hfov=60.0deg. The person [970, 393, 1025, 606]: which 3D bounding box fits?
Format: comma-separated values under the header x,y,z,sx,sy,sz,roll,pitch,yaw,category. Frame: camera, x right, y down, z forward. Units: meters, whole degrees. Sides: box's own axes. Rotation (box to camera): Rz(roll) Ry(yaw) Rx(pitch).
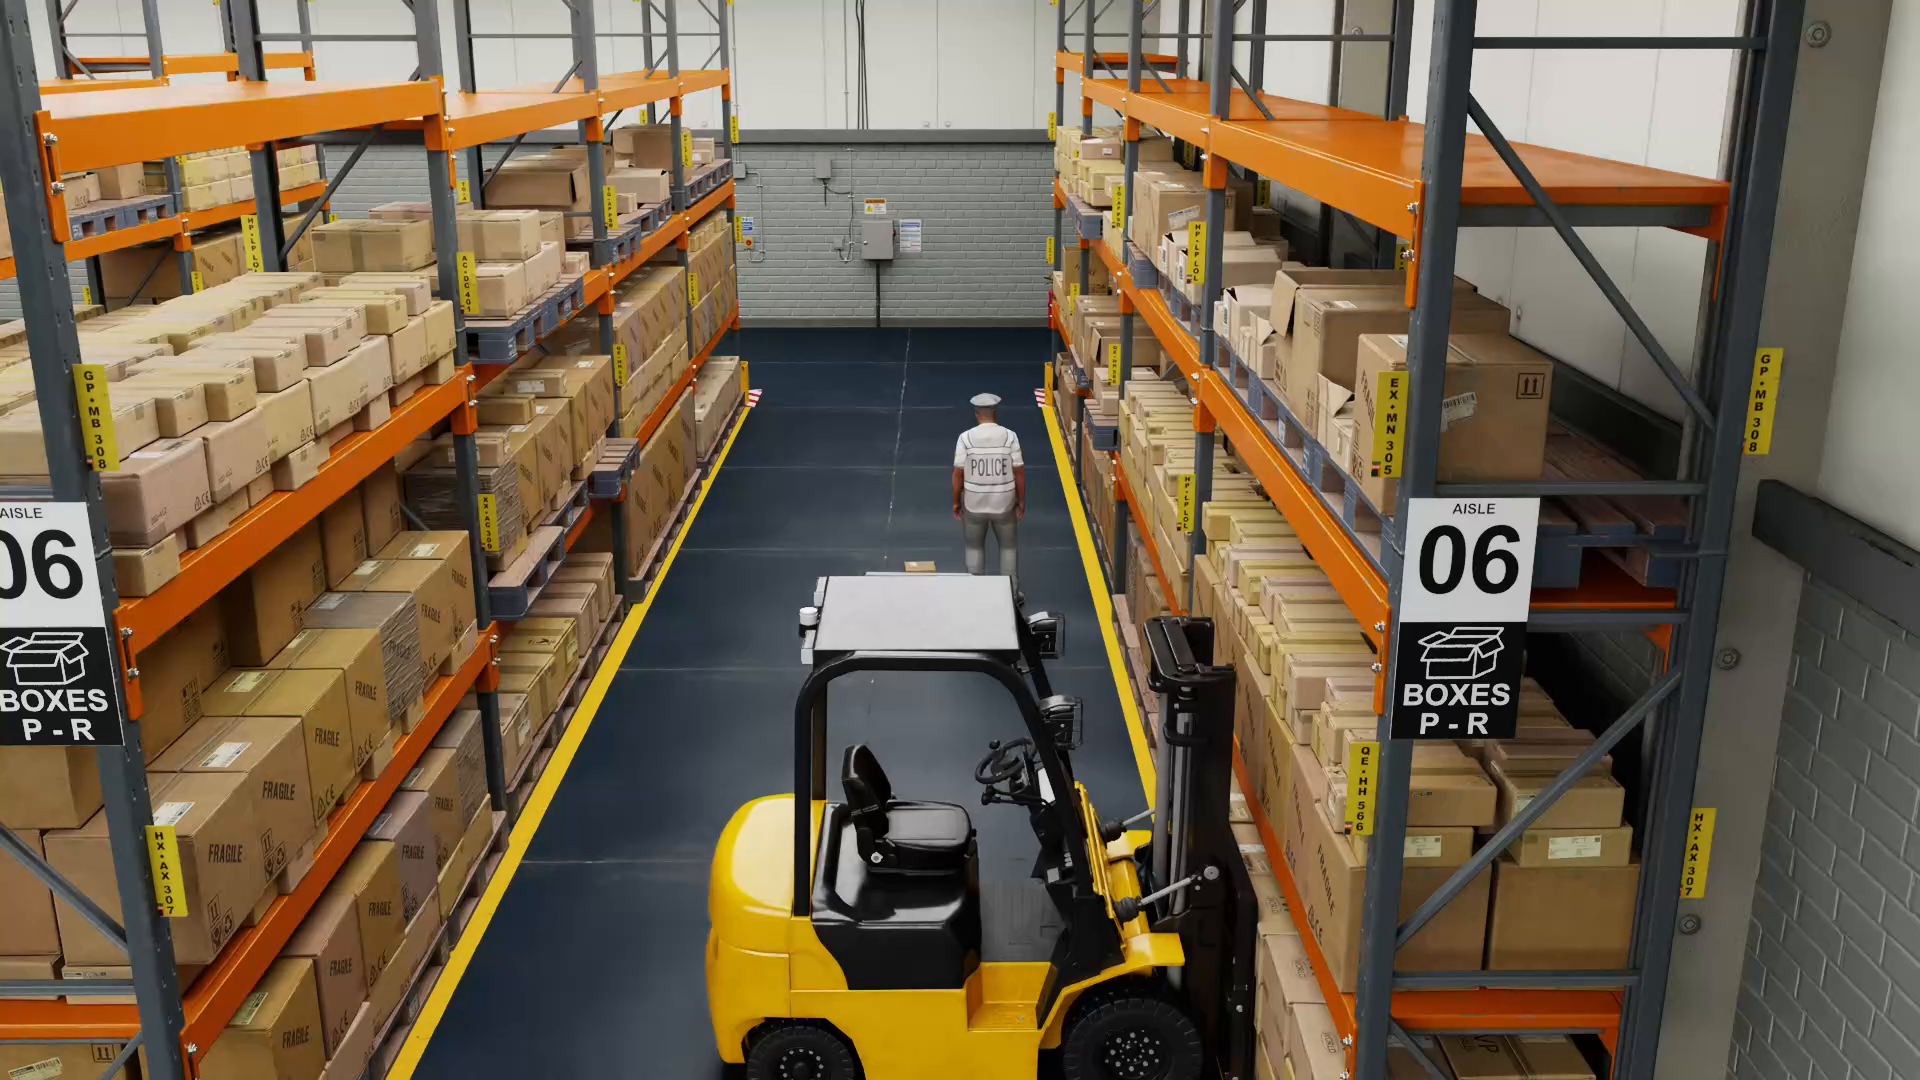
x,y,z,sx,sy,sz,roll,pitch,yaw,category
0.293,-0.308,13.538,0.500,1.747,0.329,0,17,0,person
